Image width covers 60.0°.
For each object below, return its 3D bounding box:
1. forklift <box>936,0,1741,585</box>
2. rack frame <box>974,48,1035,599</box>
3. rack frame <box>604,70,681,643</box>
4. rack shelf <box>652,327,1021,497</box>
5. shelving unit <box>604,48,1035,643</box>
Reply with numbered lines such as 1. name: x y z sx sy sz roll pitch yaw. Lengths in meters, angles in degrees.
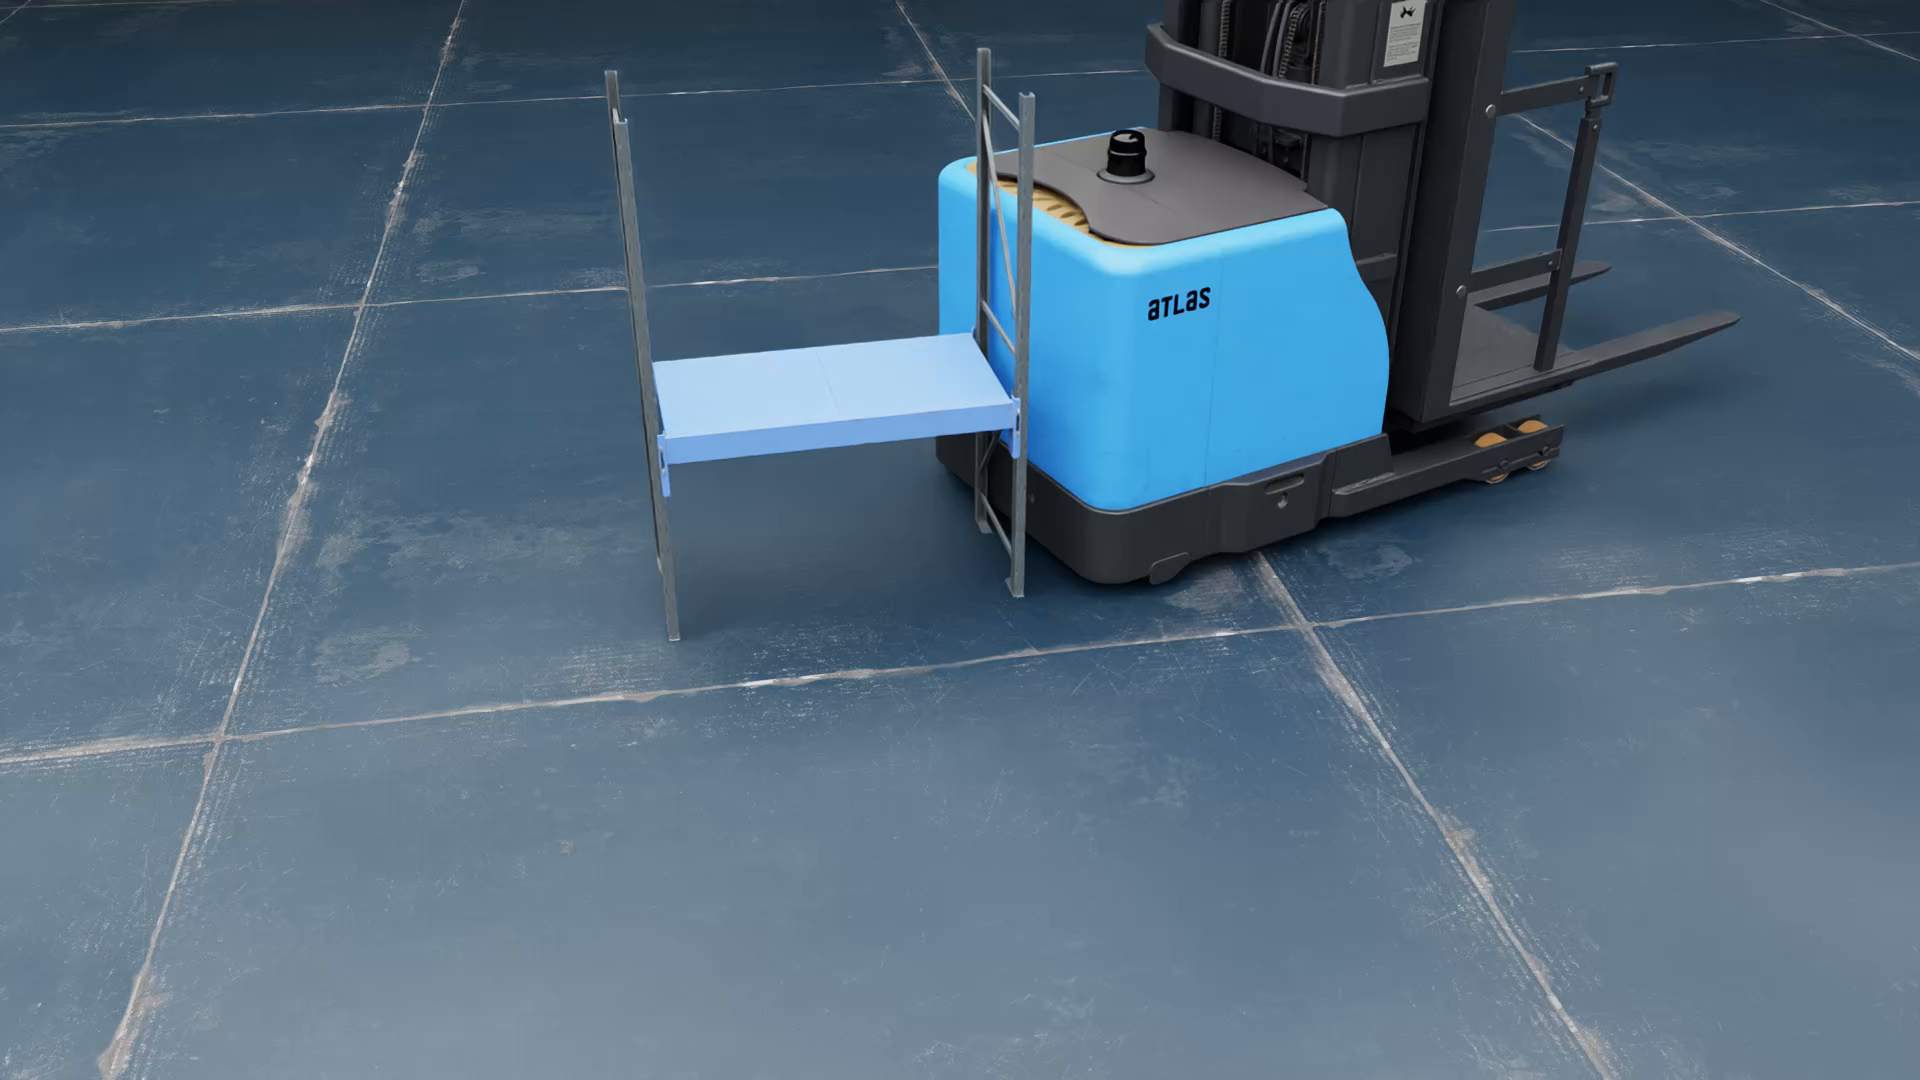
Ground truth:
1. forklift: 1.452 -1.667 5.193 3.031 2.935 1.130 -16 34 -26
2. rack frame: 0.119 -0.595 4.782 0.032 1.500 0.500 -7 31 -11
3. rack frame: -0.871 -0.477 4.582 0.032 1.500 0.500 -7 31 -11
4. rack shelf: -0.376 -0.381 4.773 1.000 0.185 0.538 -7 31 -11
5. shelving unit: -0.376 -0.536 4.682 1.048 1.500 0.538 -7 31 -11
